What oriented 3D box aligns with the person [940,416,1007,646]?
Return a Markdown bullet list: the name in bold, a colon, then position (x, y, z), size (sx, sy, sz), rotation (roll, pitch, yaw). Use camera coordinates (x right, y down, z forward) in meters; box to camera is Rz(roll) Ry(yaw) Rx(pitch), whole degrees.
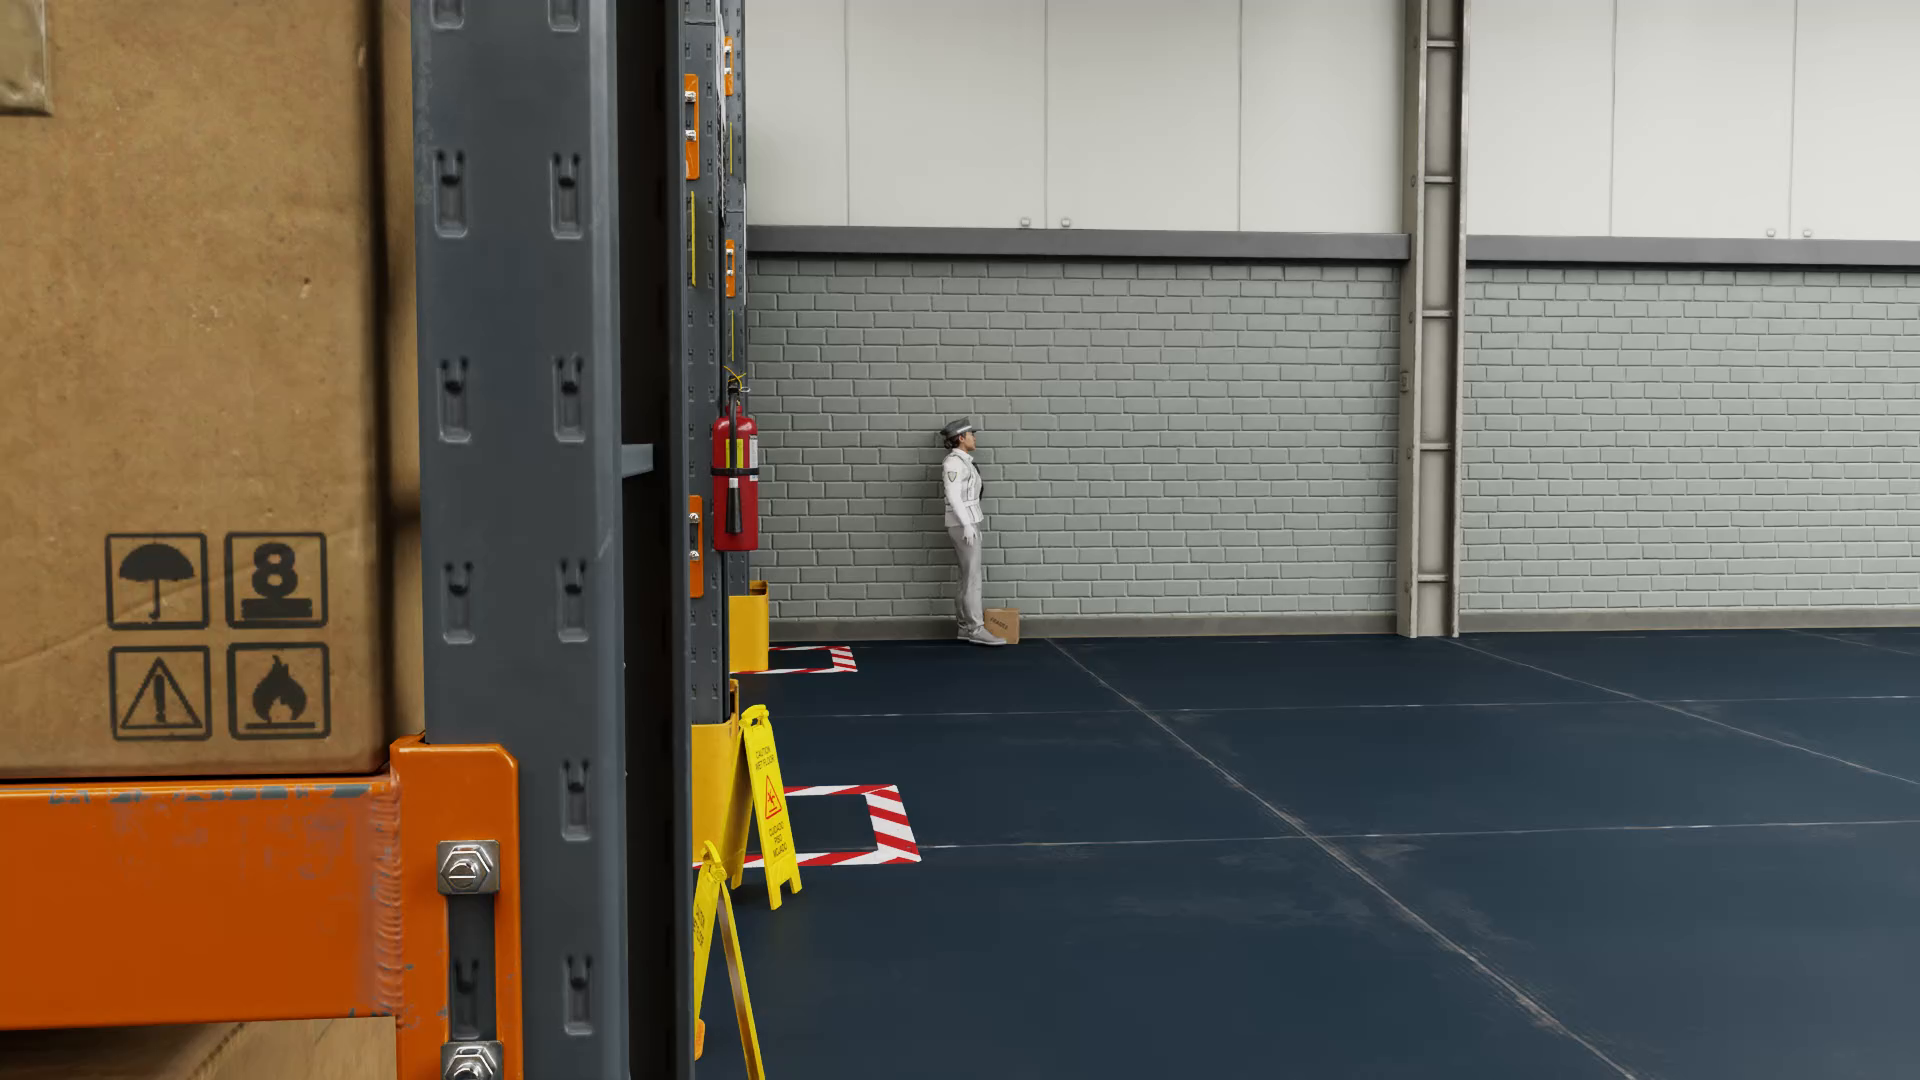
- **person**: position (0.107, -0.083, 12.481), size (0.531, 1.695, 0.587), rotation (0, 4, 7)
